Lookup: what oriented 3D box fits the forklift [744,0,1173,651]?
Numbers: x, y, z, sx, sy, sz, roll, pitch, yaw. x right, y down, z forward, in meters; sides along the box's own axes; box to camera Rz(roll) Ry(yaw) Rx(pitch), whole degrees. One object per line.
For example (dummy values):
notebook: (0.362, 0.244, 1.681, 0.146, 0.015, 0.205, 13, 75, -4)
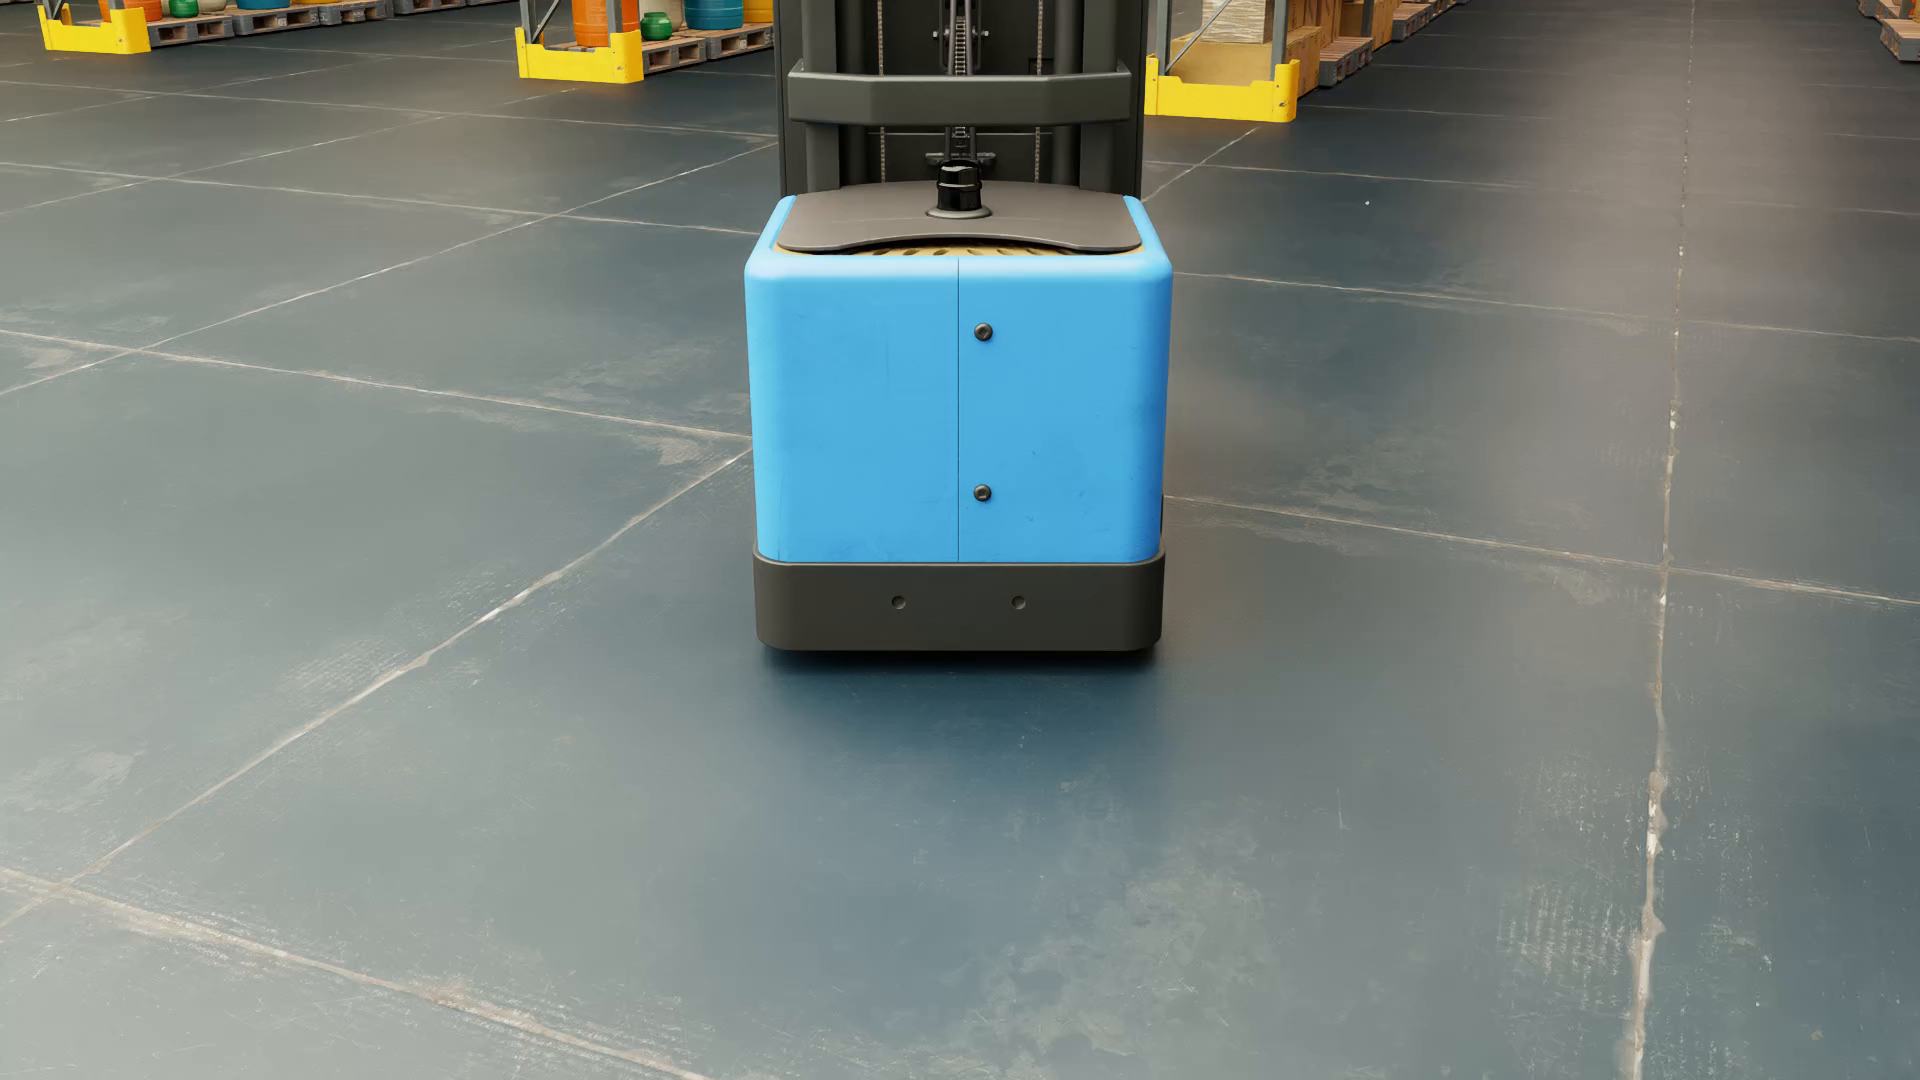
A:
forklift: (0.002, -1.587, 5.089, 1.130, 2.935, 3.031, 0, 23, 0)
